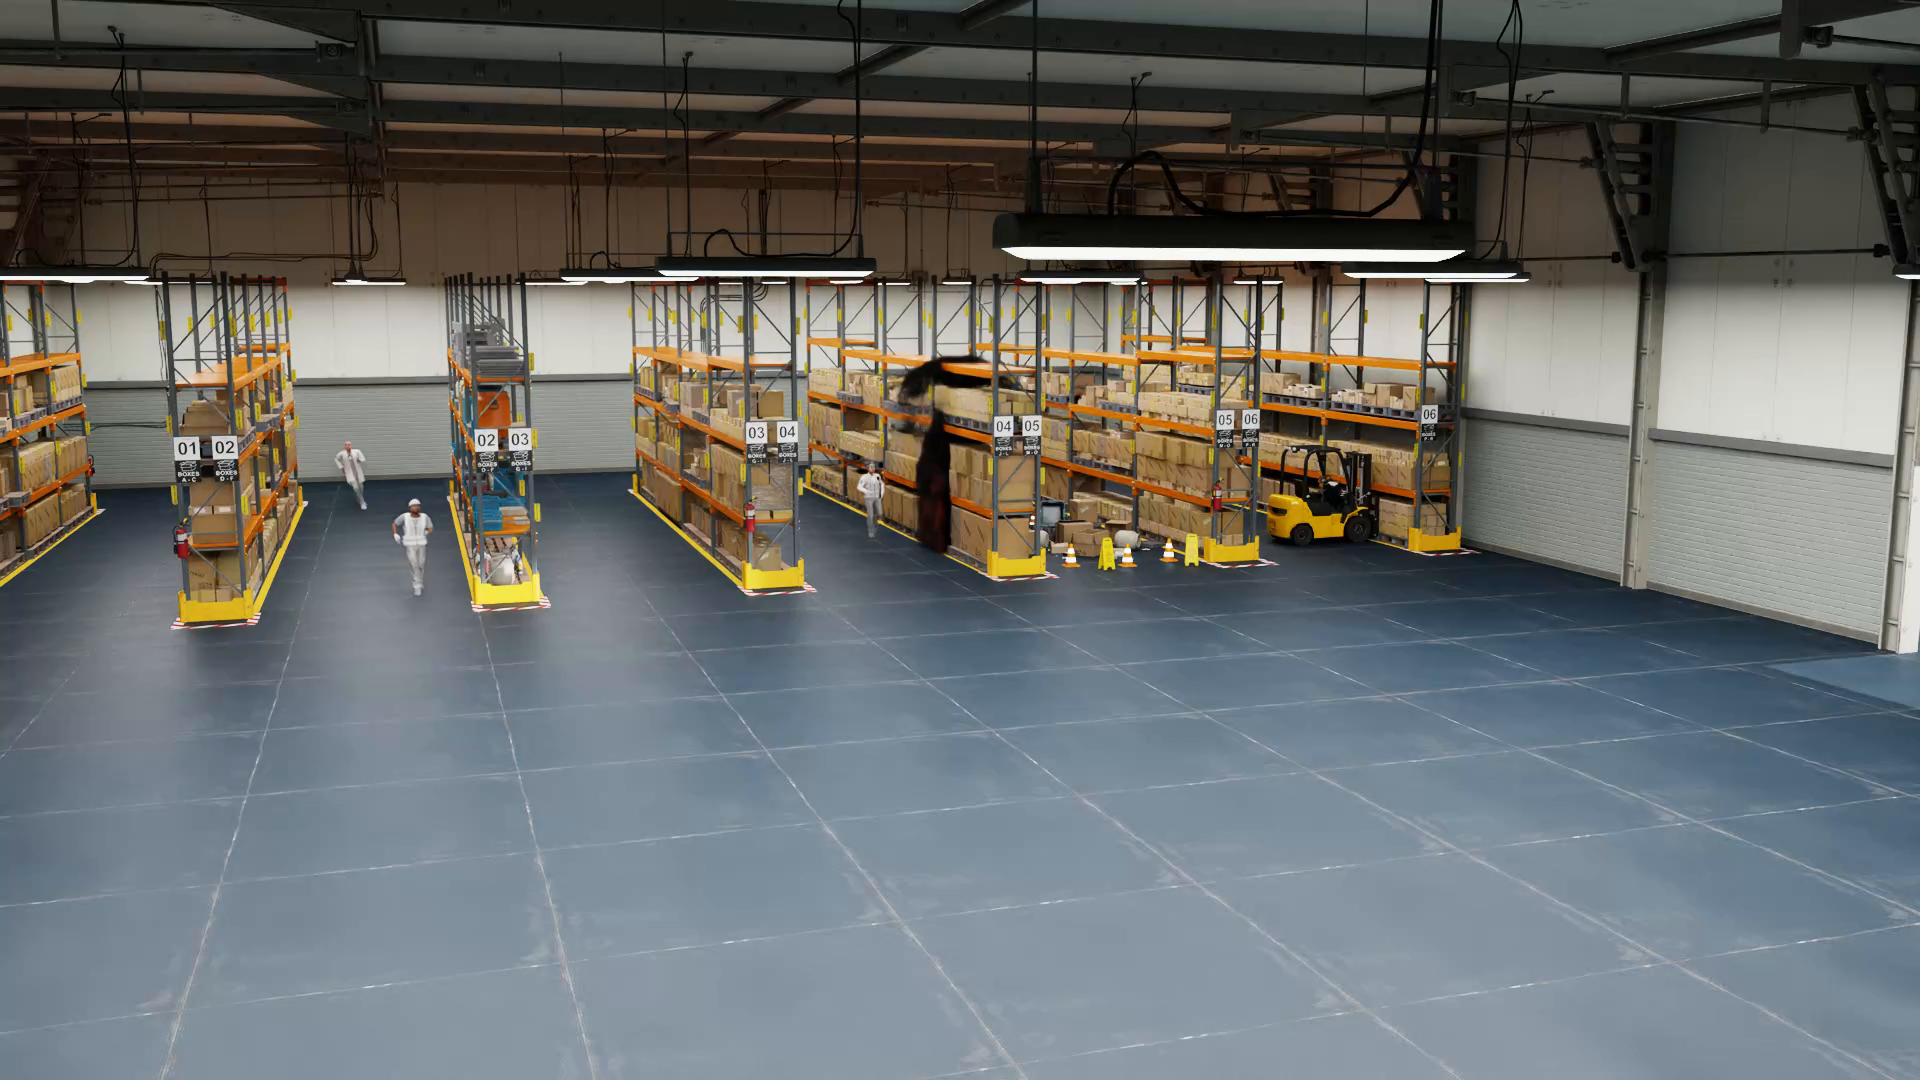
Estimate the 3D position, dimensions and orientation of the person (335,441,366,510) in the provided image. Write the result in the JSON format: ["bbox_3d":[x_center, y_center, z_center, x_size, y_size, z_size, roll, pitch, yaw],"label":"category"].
[{"bbox_3d":[-15.924,-1.701,43.533,0.704,1.798,0.847,-6,10,-33],"label":"person"}]

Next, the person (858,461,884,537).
[{"bbox_3d":[-1.909,-0.898,36.595,0.681,1.688,0.463,-5,10,-28],"label":"person"}]

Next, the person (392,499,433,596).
[{"bbox_3d":[-10.303,0.126,31.445,0.690,1.816,0.809,-5,10,-32],"label":"person"}]

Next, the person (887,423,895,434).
[{"bbox_3d":[-2.083,-2.737,50.712,0.903,1.643,0.608,-5,10,-32],"label":"person"}]

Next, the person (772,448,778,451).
[{"bbox_3d":[-5.155,-2.166,46.588,0.634,1.799,0.703,-2,9,-10],"label":"person"}]
